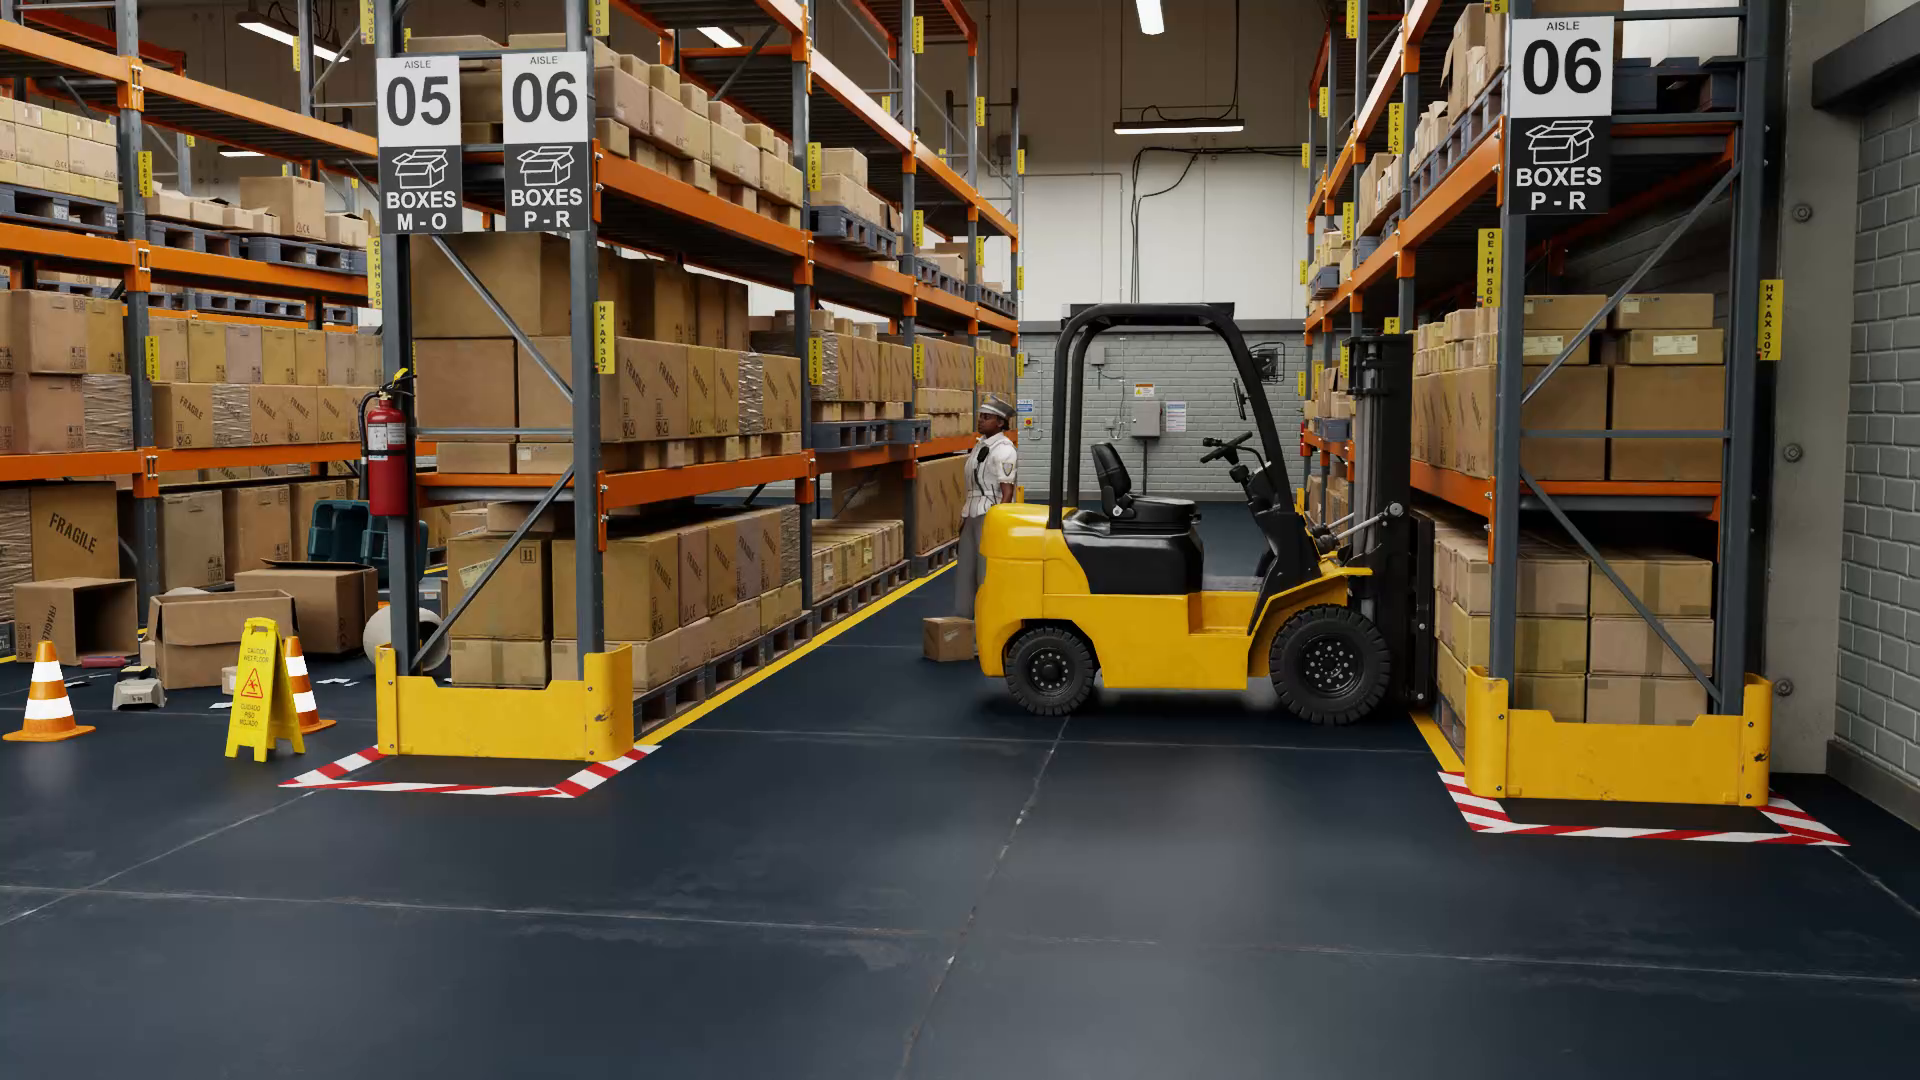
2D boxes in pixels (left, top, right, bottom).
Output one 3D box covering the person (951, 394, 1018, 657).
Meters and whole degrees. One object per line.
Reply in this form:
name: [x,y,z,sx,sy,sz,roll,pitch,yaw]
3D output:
person: [0.100,-0.098,10.797,0.529,1.696,0.570,-2,5,-24]
